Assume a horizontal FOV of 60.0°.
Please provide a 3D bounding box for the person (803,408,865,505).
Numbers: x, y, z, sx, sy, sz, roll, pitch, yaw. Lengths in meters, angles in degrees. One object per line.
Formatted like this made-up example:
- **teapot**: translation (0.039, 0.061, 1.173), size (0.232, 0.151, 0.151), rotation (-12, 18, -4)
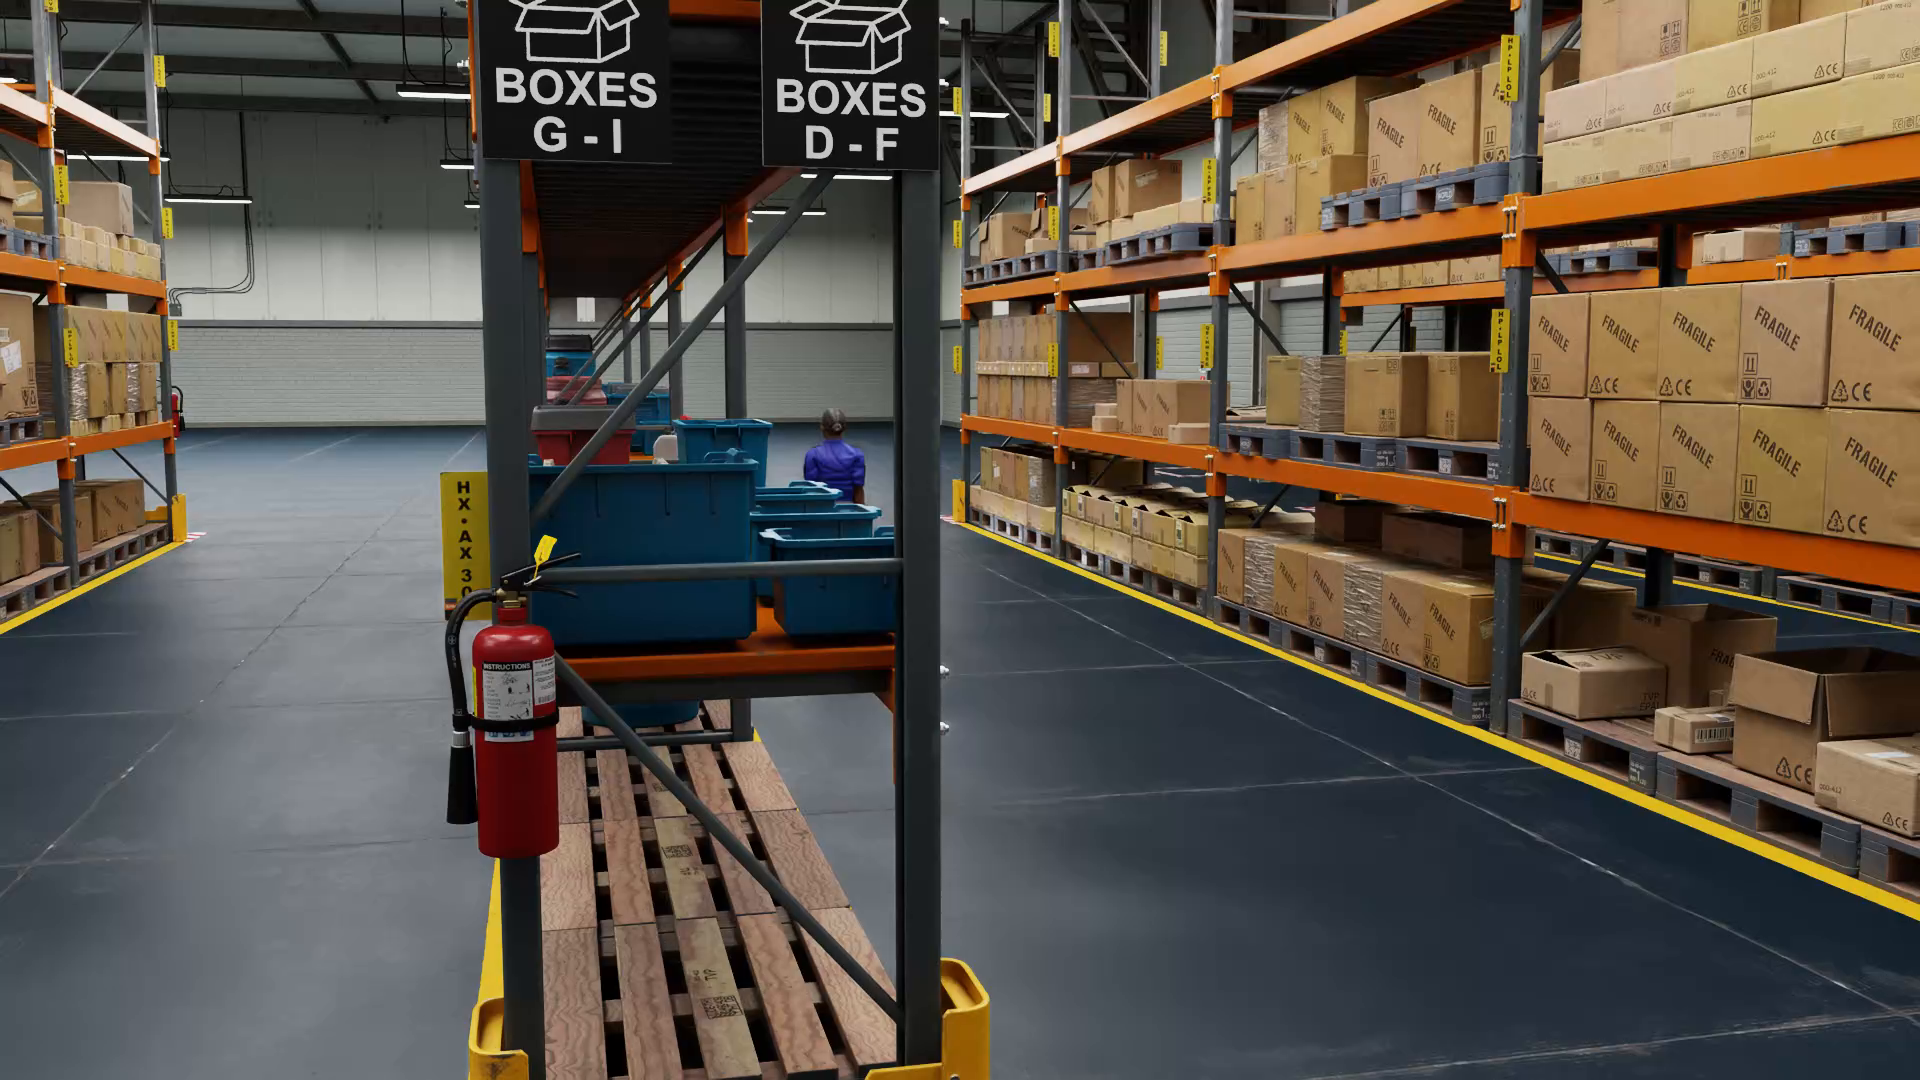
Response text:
- **person**: translation (-0.875, -0.083, 11.493), size (0.437, 1.658, 0.300), rotation (-1, 6, -12)
